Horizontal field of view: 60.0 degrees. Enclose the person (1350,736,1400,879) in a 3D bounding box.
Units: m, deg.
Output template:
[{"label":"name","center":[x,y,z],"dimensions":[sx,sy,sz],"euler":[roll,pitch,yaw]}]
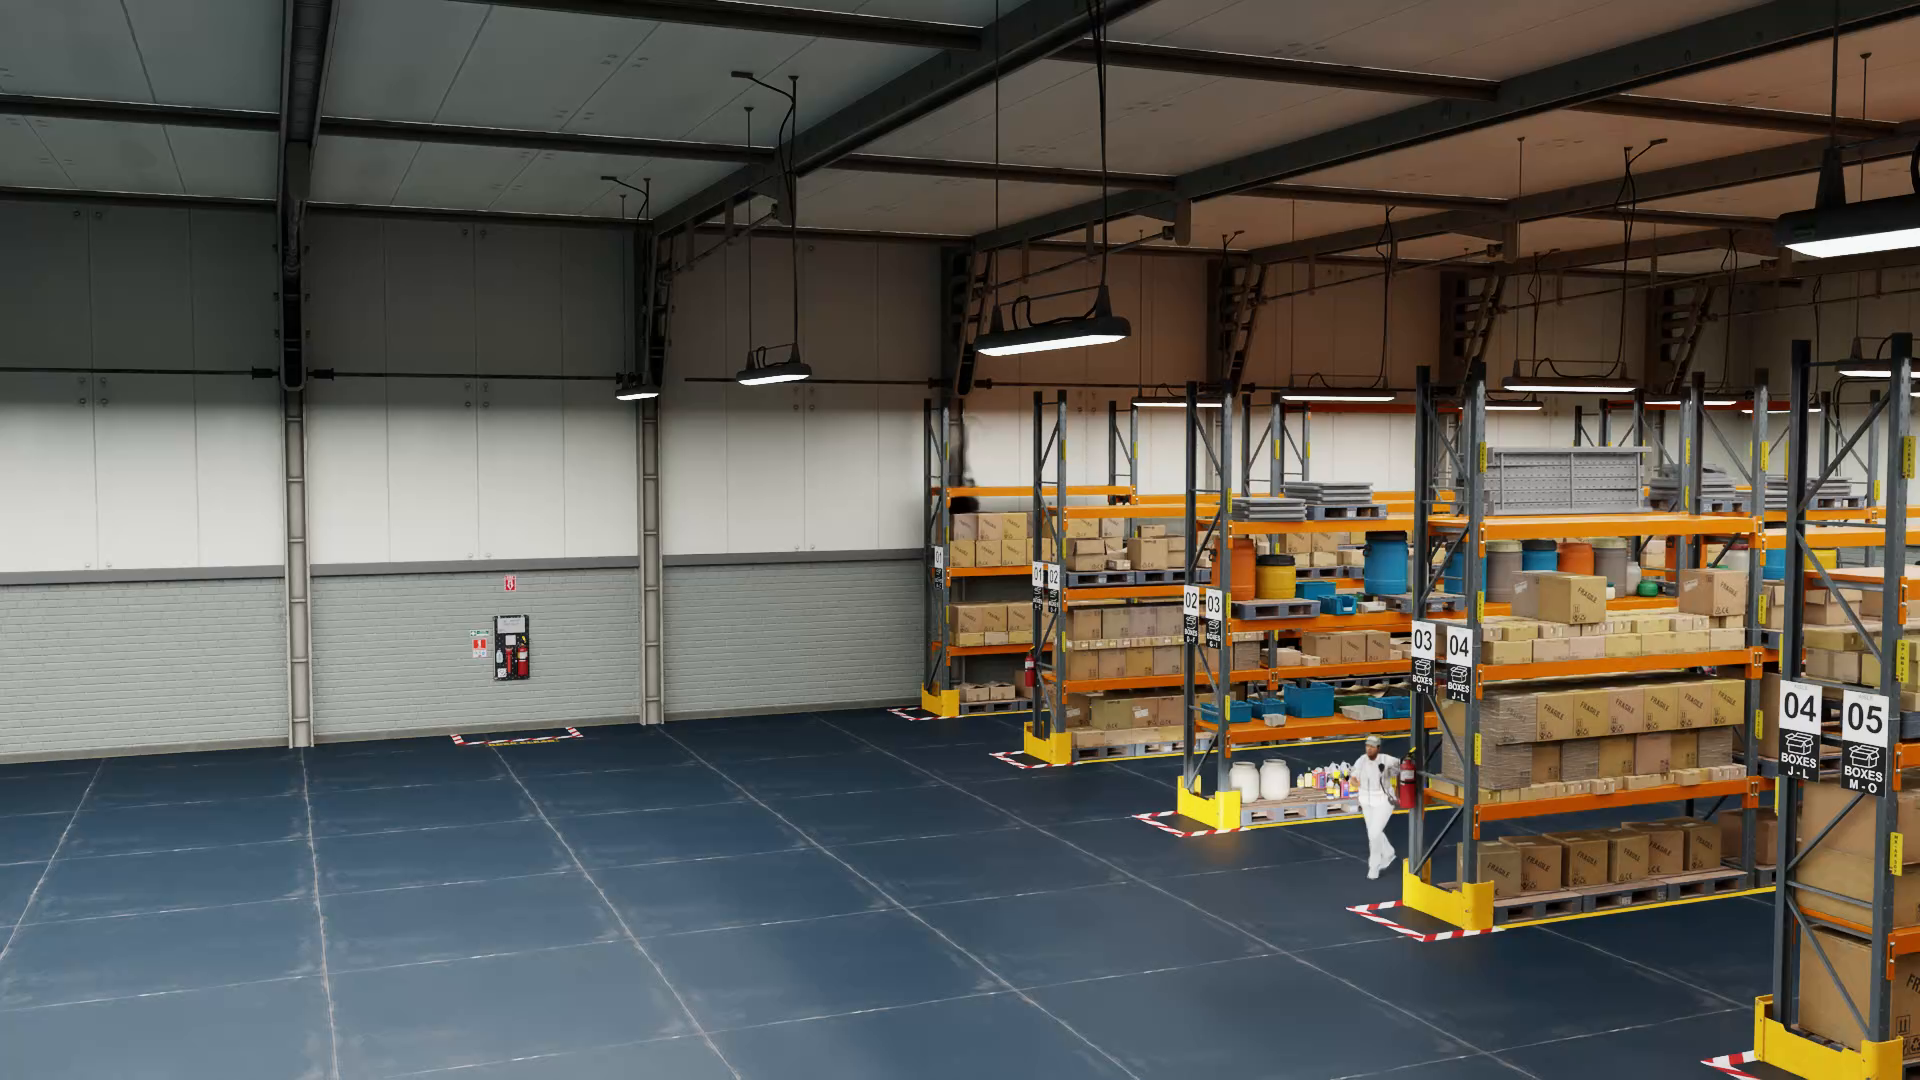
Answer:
[{"label":"person","center":[4.987,3.193,19.862],"dimensions":[0.621,1.742,0.767],"euler":[3,5,44]}]
